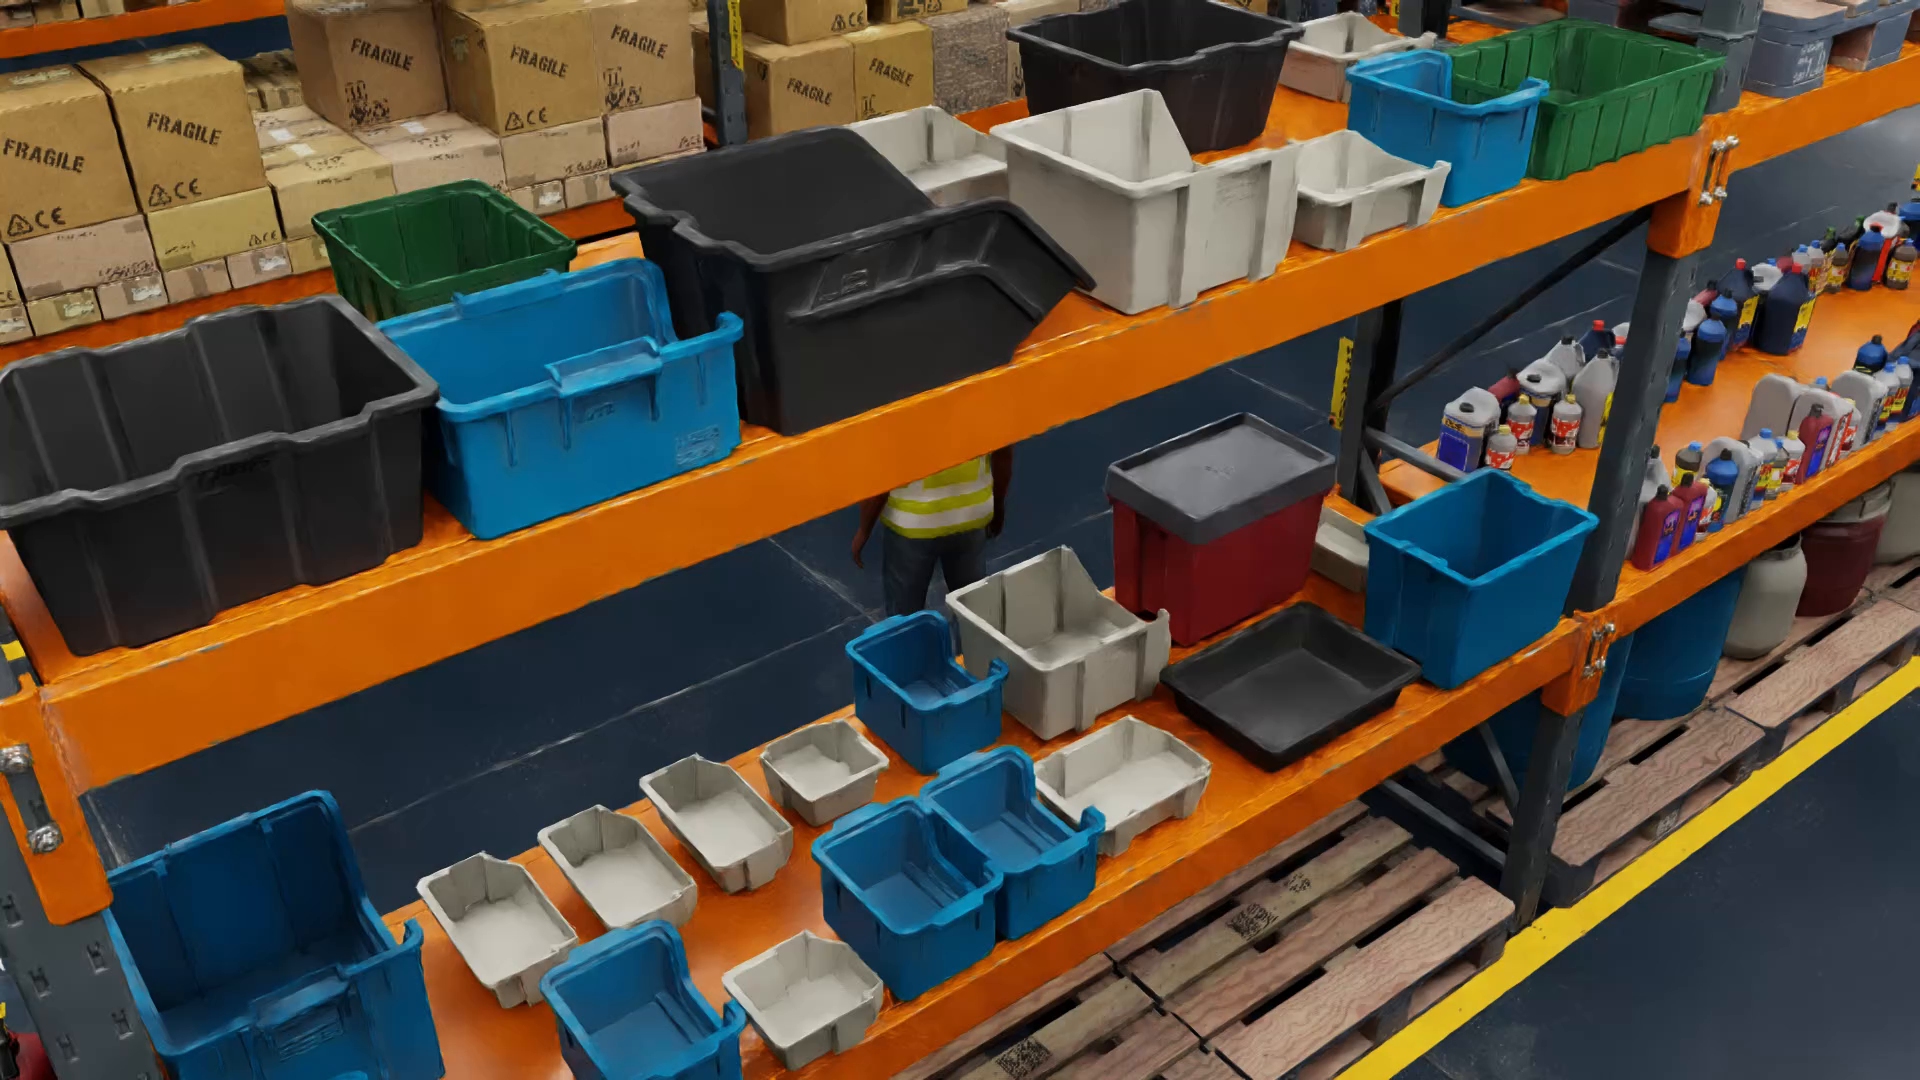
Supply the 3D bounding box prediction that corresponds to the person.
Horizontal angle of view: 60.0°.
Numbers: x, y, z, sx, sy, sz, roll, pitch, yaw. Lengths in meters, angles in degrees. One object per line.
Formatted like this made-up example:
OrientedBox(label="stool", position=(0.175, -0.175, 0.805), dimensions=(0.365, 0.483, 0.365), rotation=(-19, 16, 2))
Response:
OrientedBox(label="person", position=(-0.096, -0.101, 6.175), dimensions=(0.637, 1.701, 0.357), rotation=(-13, 34, -20))
